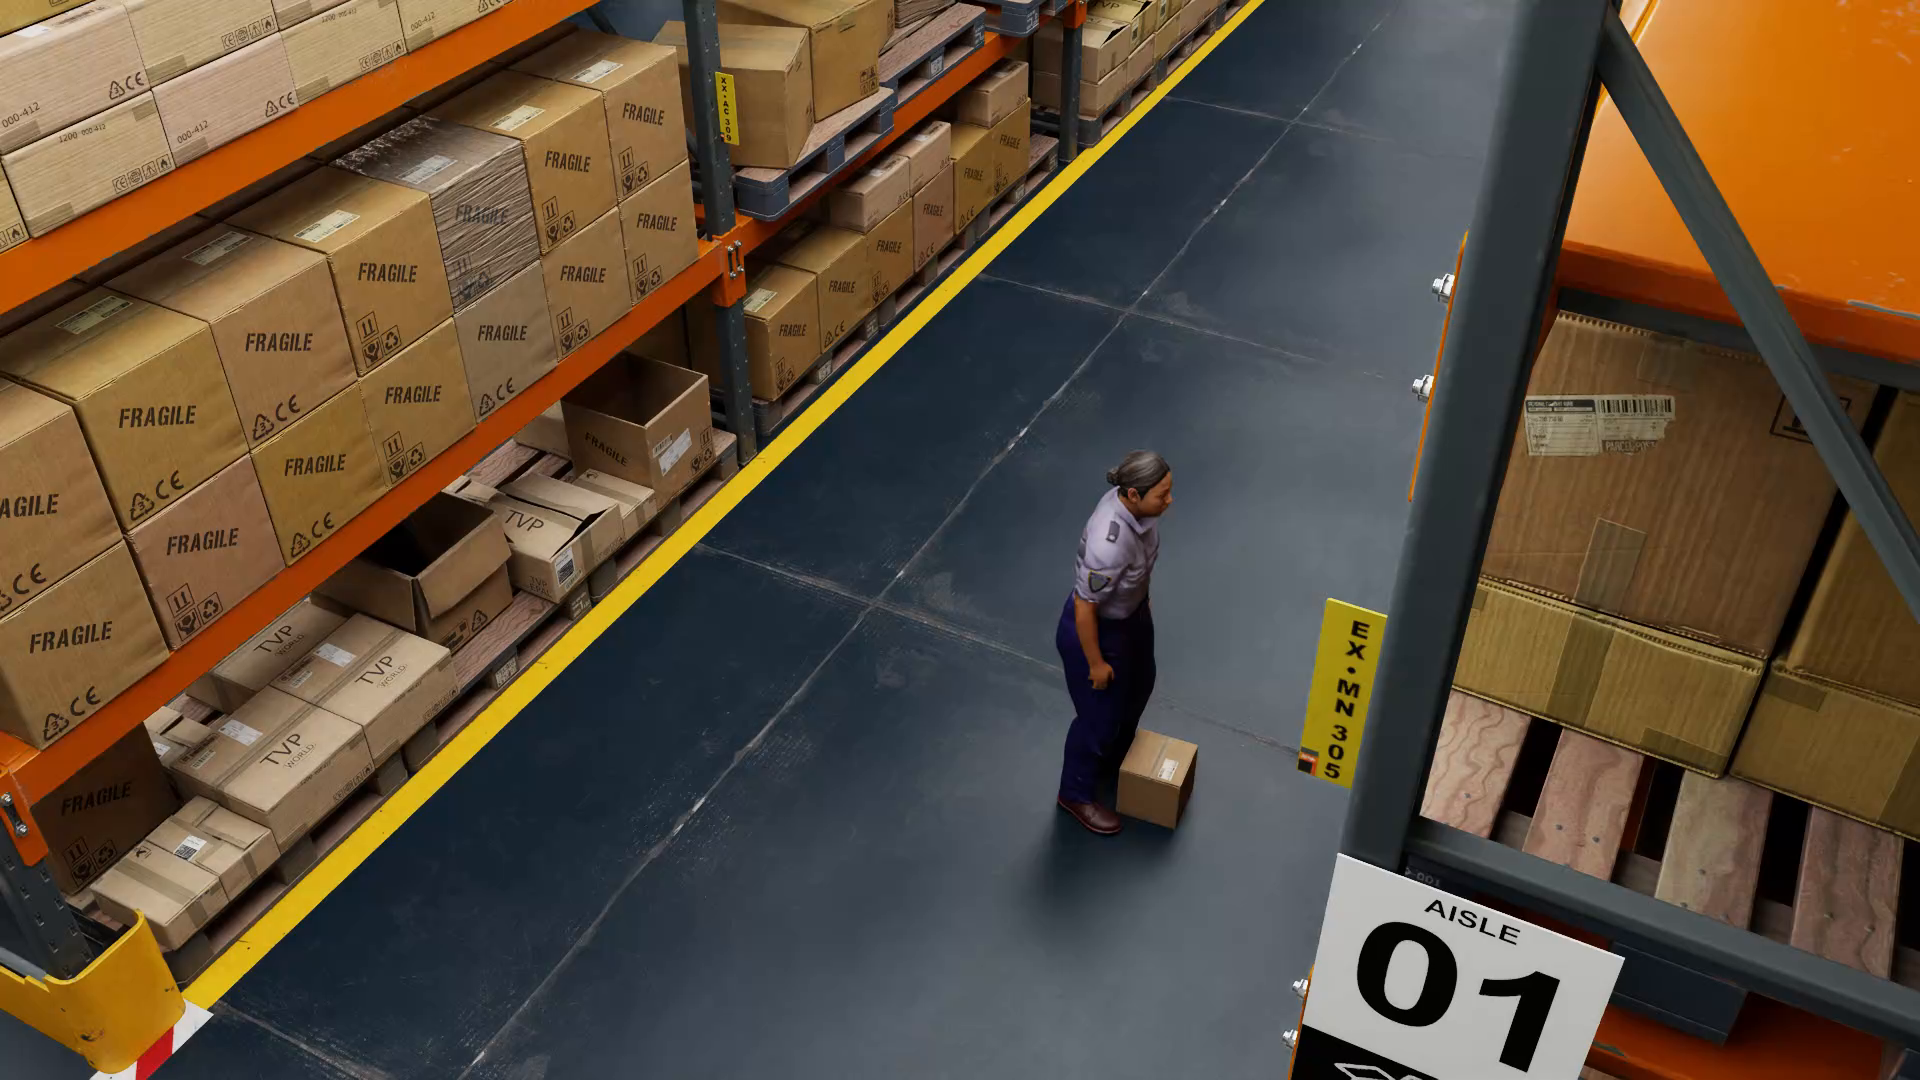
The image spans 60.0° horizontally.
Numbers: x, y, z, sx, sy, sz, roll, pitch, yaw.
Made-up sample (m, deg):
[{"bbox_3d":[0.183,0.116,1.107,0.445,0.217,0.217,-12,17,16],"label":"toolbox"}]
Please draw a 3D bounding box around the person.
[{"bbox_3d":[0.598,0.349,6.311,0.415,1.651,0.550,17,41,20],"label":"person"}]
